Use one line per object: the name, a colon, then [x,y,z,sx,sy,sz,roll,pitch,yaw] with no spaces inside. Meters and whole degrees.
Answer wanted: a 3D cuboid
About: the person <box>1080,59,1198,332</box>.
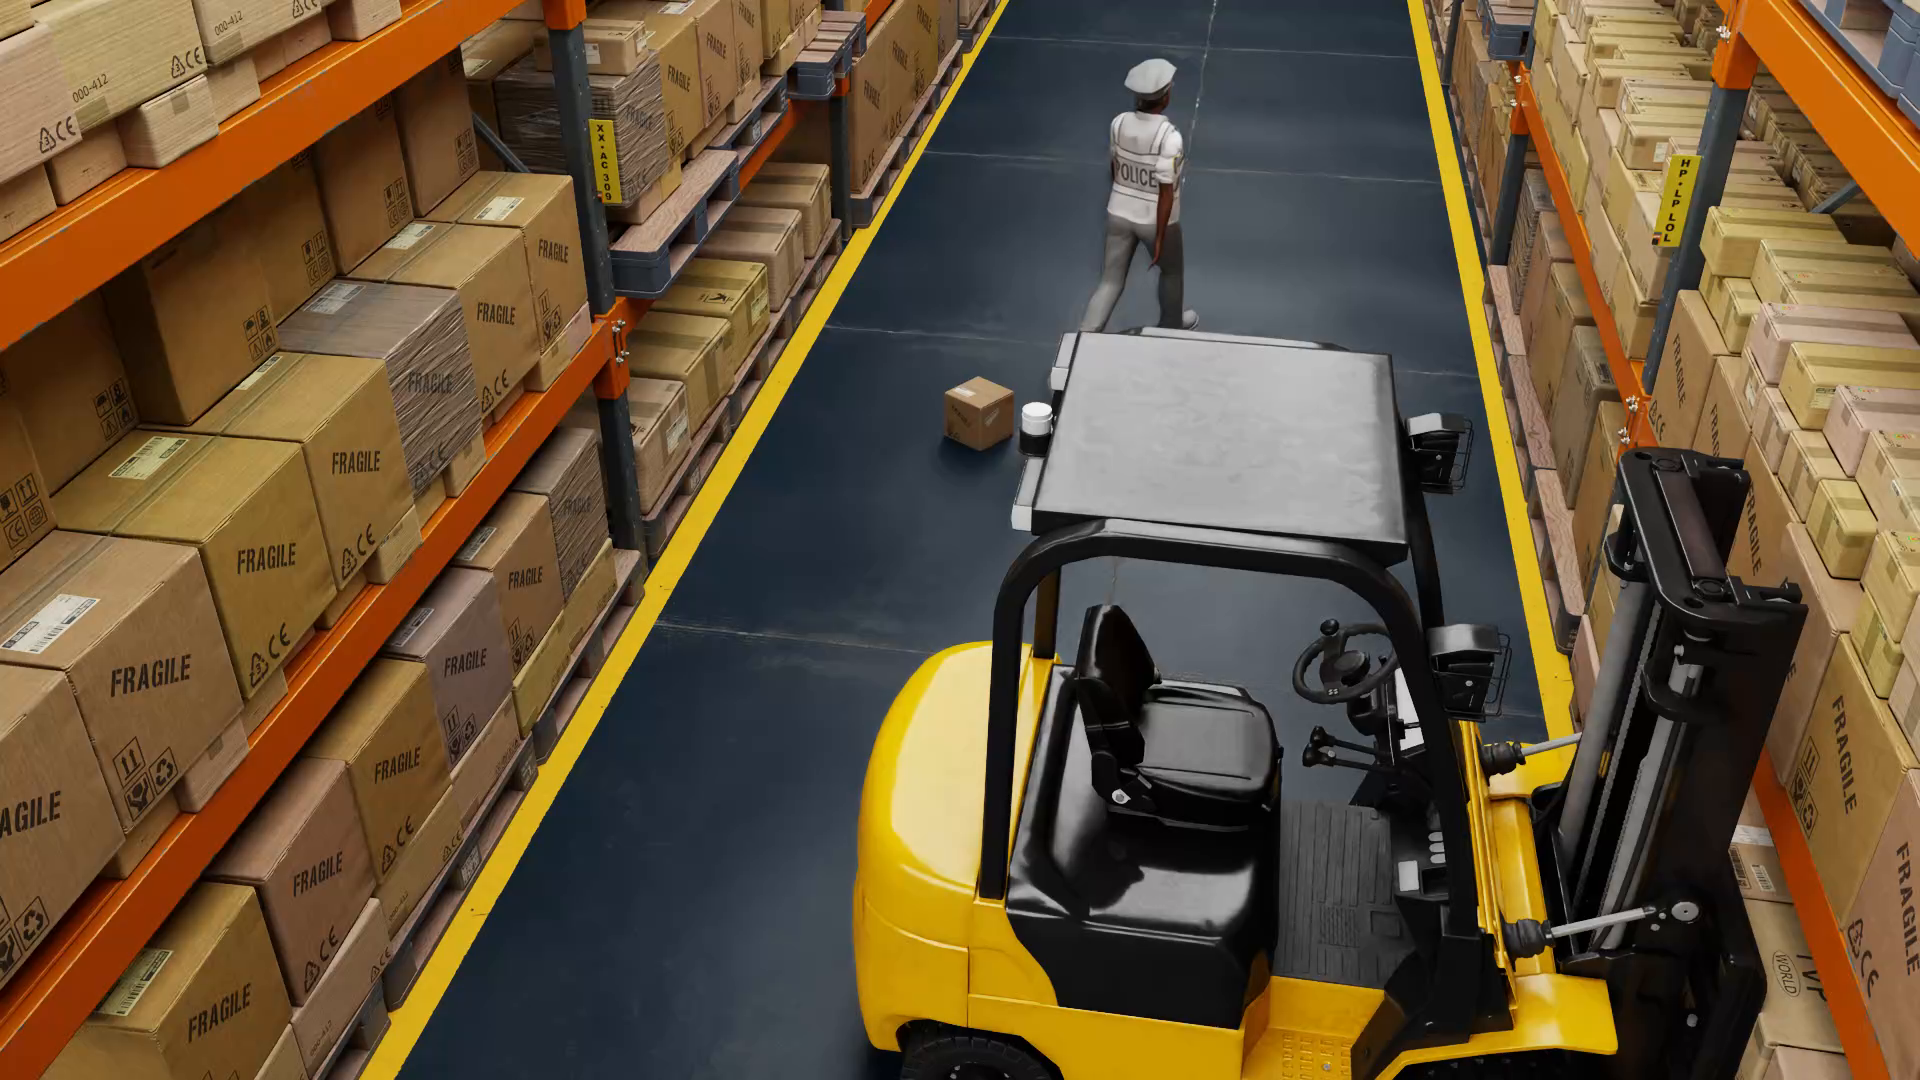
person: [0.965,-1.724,8.803,0.455,1.640,1.026,19,37,27]
